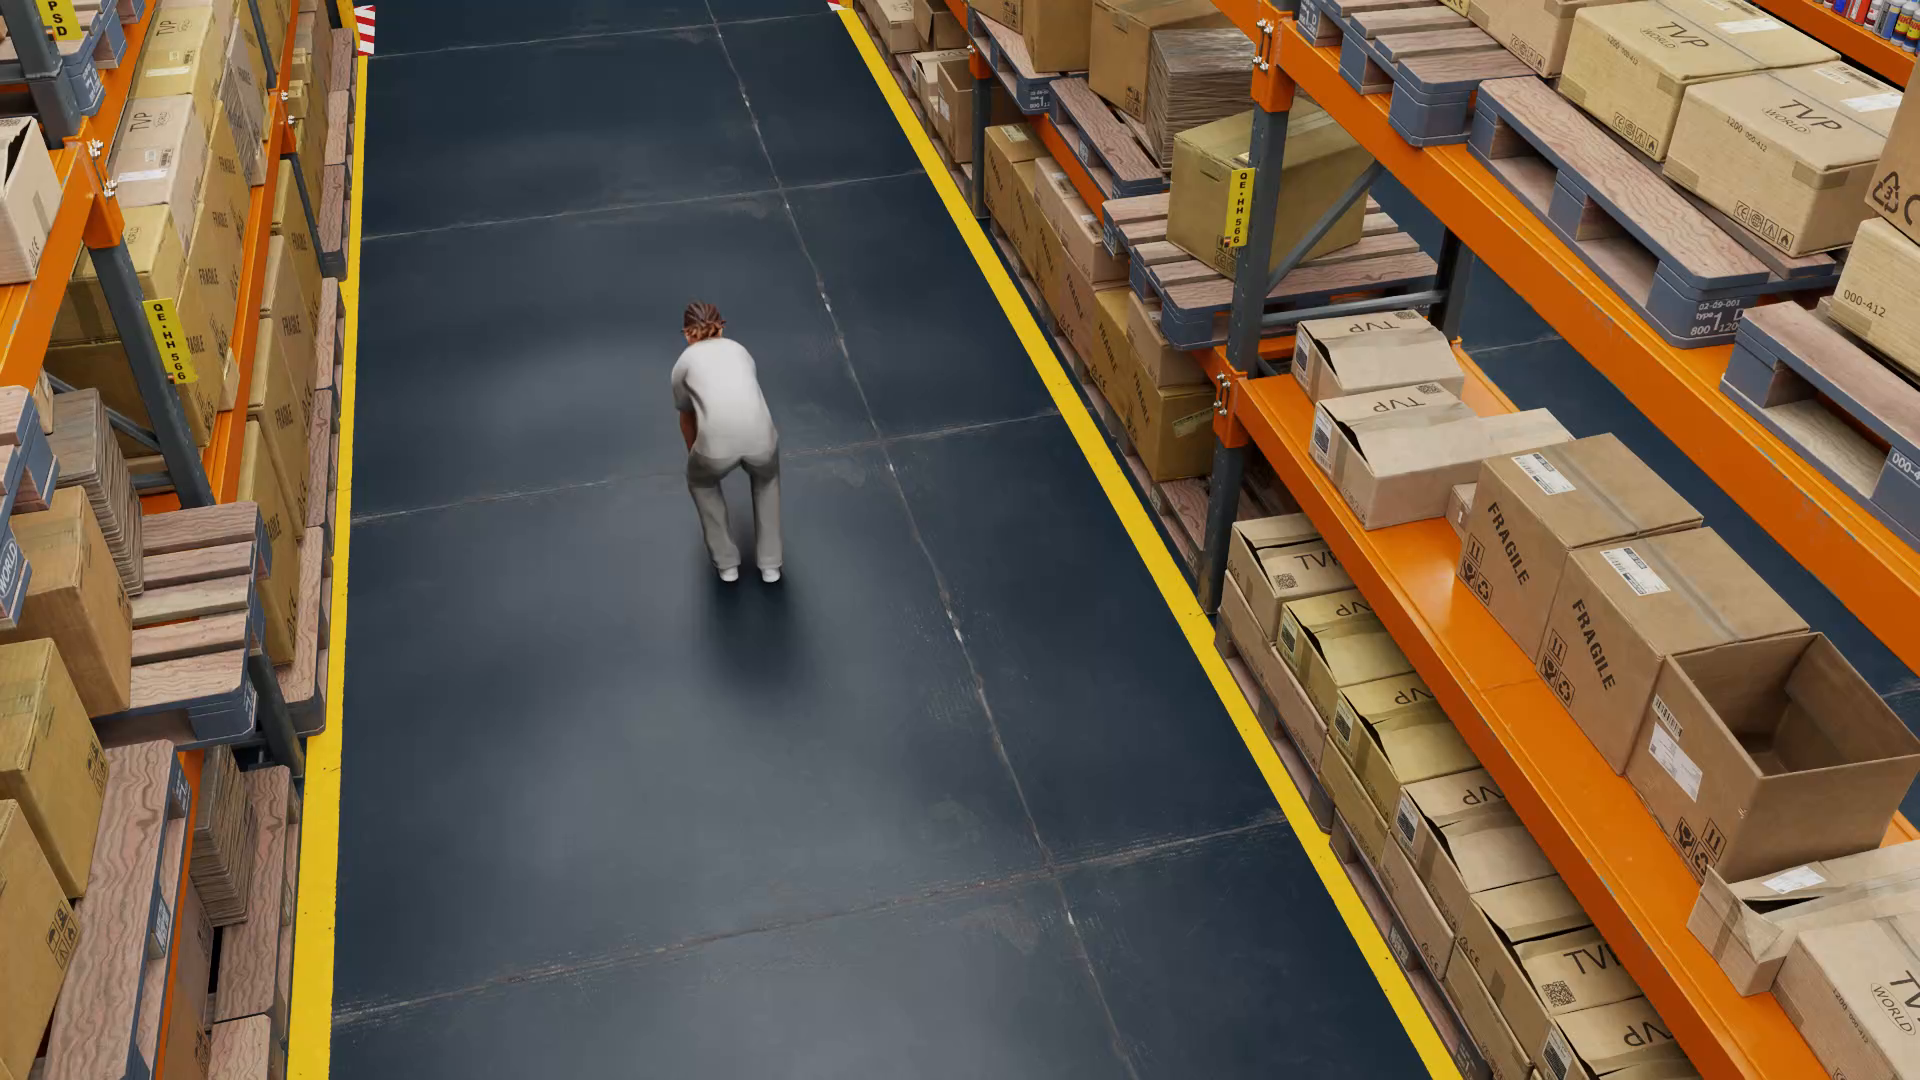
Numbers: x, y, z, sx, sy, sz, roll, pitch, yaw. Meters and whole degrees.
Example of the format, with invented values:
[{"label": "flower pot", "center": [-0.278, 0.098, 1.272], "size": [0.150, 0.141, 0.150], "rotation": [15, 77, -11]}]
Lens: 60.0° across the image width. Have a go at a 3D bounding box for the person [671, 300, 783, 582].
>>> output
[{"label": "person", "center": [-1.069, -0.434, 7.674], "size": [0.432, 1.169, 0.848], "rotation": [-11, 40, -14]}]
